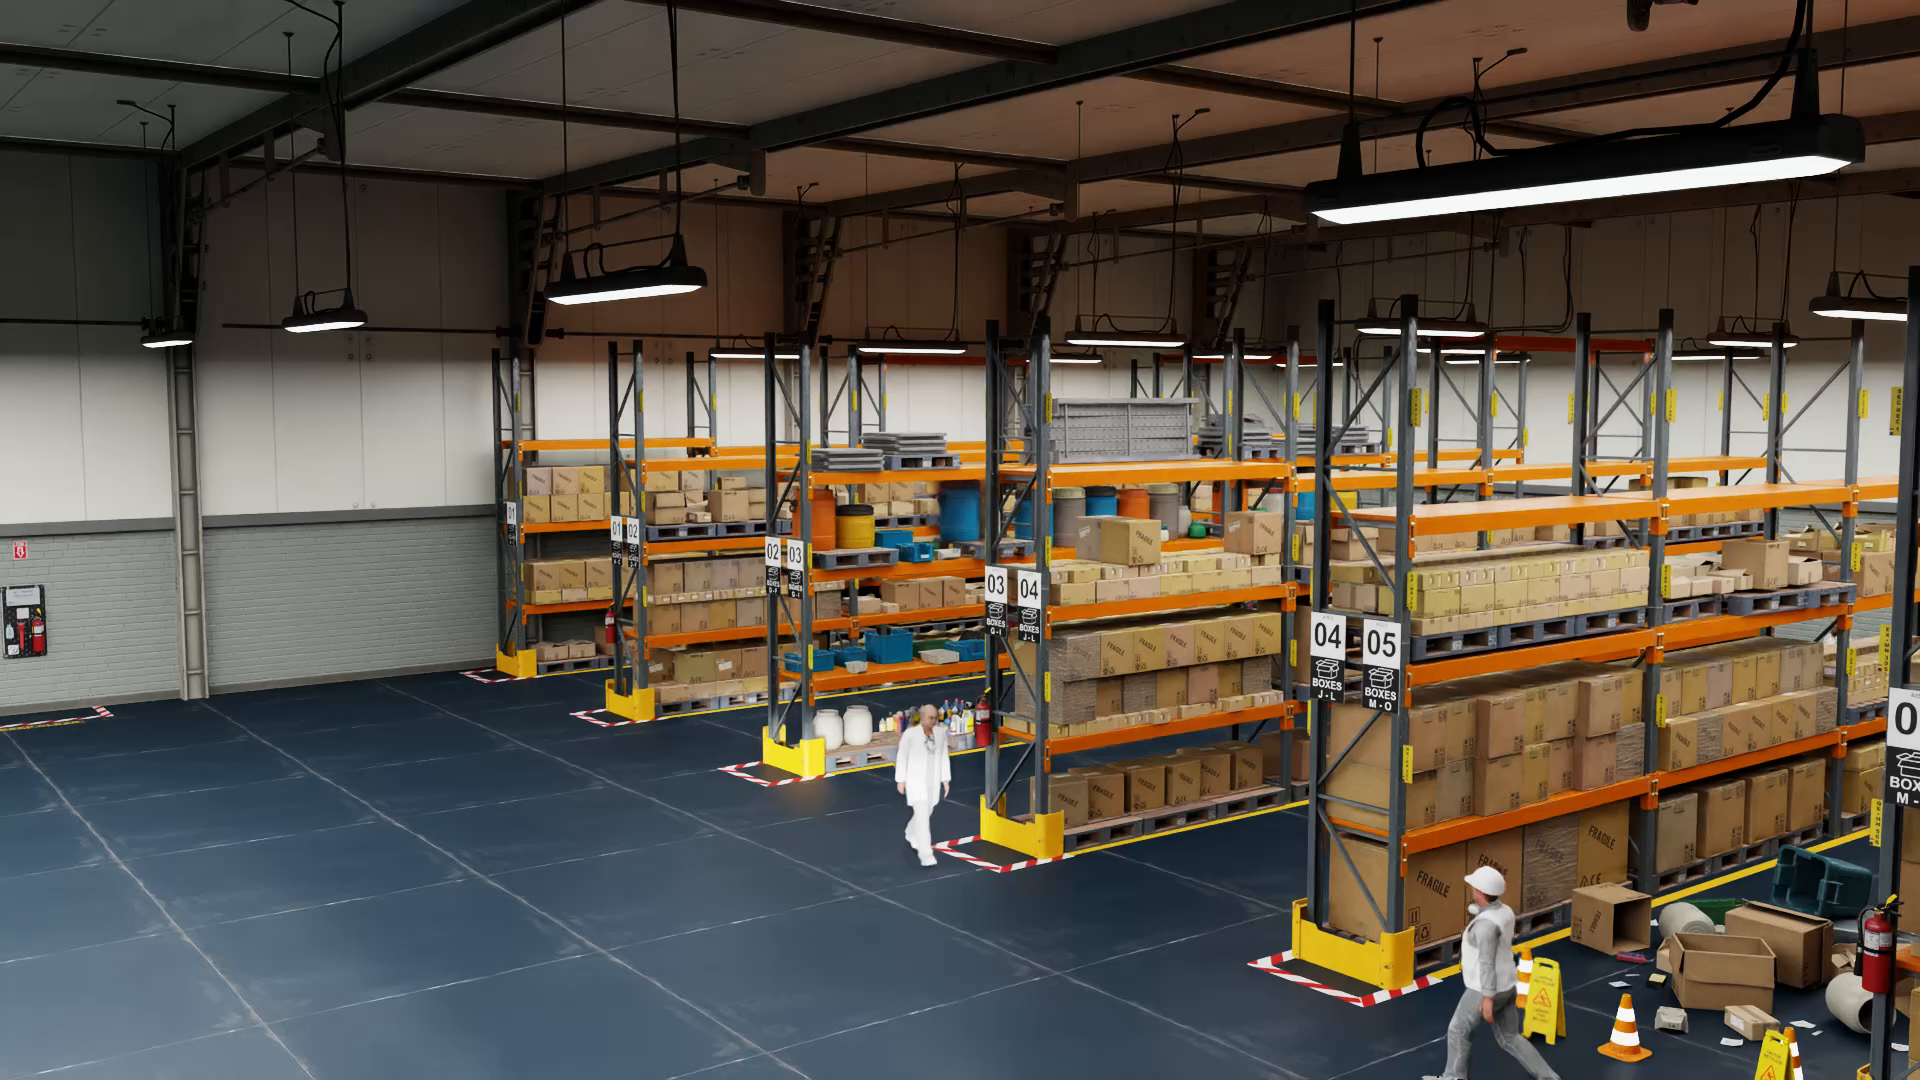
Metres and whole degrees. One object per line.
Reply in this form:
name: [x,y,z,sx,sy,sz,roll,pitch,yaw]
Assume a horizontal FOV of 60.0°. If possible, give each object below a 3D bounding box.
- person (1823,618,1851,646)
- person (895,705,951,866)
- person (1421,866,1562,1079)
person: [13.828,2.027,26.271,1.045,1.620,0.487,-4,6,-37]
person: [-0.395,2.684,18.493,0.605,1.717,1.151,-4,6,-35]
person: [3.895,3.234,12.098,0.996,1.737,0.562,4,6,35]
